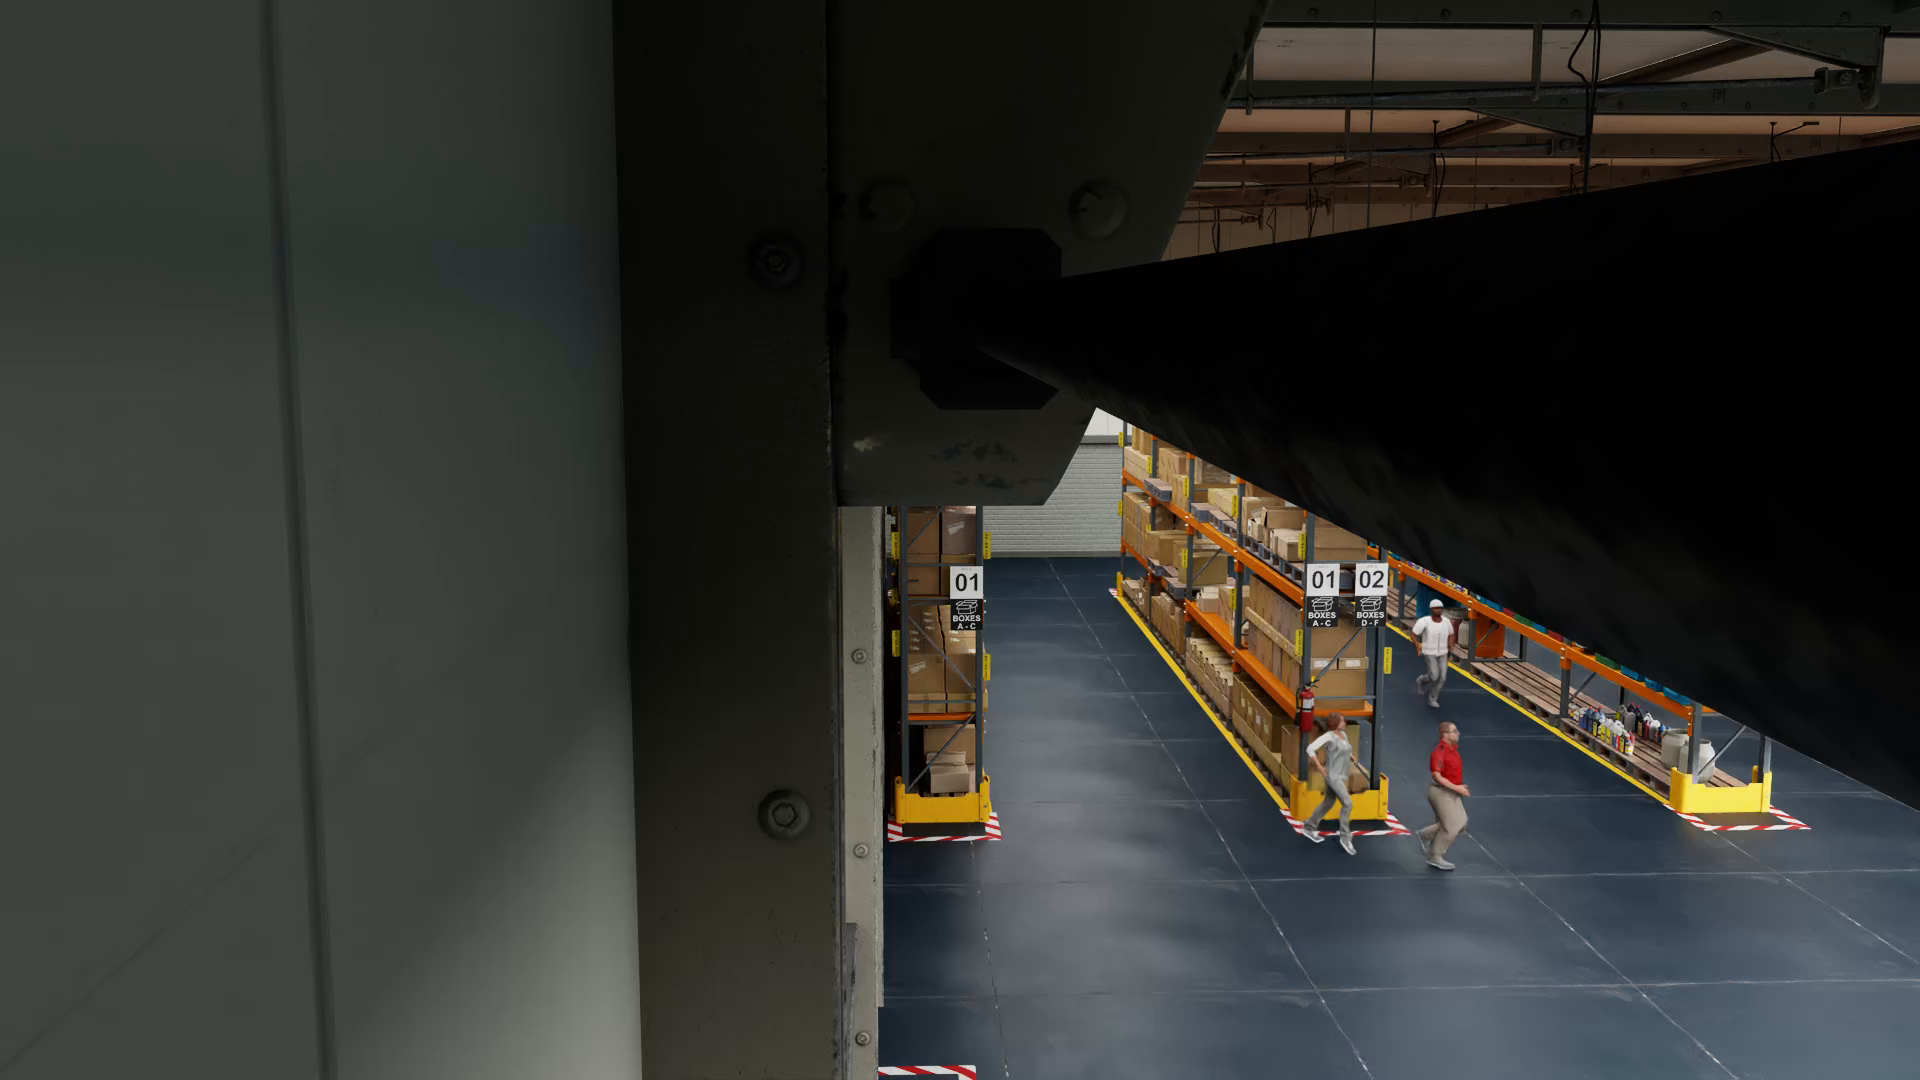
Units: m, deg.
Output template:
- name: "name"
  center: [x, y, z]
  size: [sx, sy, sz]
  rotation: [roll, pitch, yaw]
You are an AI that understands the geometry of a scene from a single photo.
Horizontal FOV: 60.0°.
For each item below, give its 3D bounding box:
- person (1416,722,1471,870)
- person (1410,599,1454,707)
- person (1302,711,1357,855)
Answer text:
- name: "person"
  center: [5.475, 2.872, 18.805]
  size: [0.623, 1.683, 0.695]
  rotation: [4, 9, 27]
- name: "person"
  center: [7.519, 1.789, 26.349]
  size: [0.701, 1.716, 0.587]
  rotation: [-1, 8, -9]
- name: "person"
  center: [4.379, 2.822, 19.496]
  size: [0.684, 1.637, 0.579]
  rotation: [4, 9, 27]
